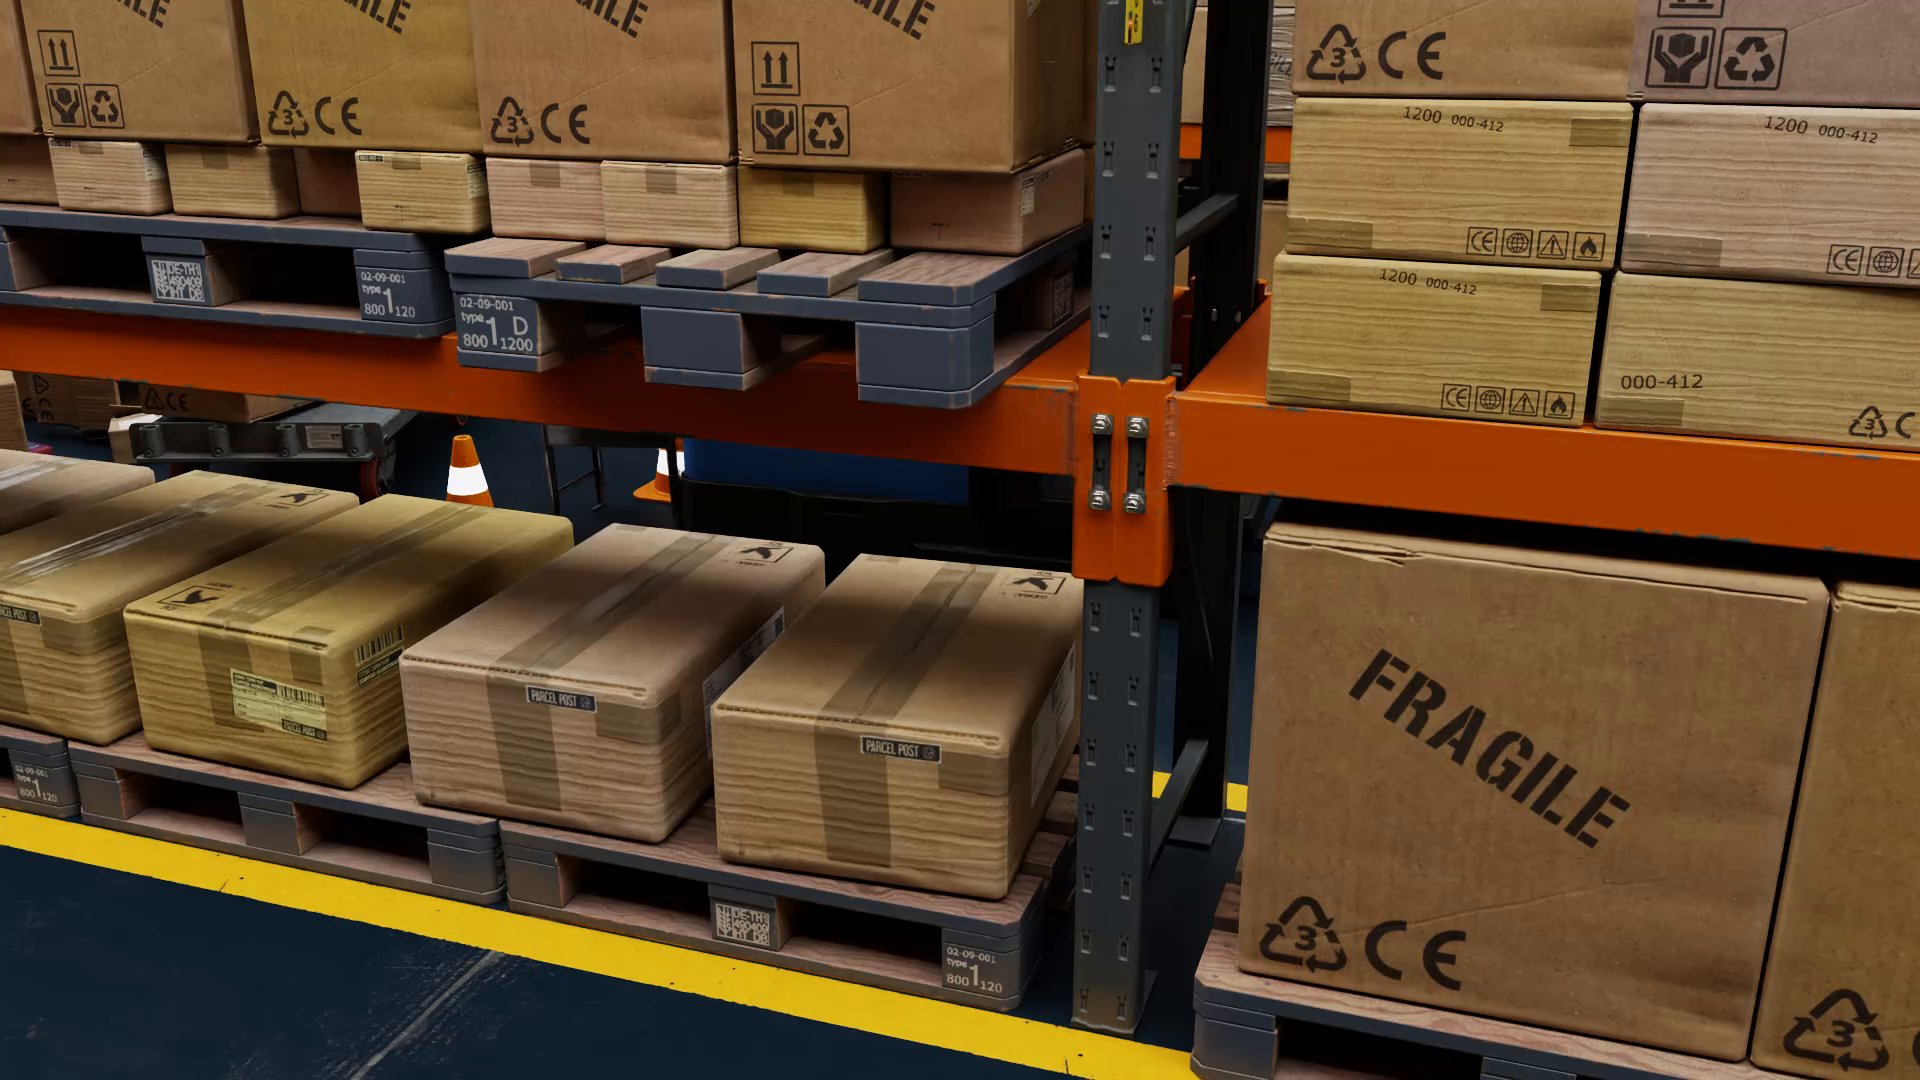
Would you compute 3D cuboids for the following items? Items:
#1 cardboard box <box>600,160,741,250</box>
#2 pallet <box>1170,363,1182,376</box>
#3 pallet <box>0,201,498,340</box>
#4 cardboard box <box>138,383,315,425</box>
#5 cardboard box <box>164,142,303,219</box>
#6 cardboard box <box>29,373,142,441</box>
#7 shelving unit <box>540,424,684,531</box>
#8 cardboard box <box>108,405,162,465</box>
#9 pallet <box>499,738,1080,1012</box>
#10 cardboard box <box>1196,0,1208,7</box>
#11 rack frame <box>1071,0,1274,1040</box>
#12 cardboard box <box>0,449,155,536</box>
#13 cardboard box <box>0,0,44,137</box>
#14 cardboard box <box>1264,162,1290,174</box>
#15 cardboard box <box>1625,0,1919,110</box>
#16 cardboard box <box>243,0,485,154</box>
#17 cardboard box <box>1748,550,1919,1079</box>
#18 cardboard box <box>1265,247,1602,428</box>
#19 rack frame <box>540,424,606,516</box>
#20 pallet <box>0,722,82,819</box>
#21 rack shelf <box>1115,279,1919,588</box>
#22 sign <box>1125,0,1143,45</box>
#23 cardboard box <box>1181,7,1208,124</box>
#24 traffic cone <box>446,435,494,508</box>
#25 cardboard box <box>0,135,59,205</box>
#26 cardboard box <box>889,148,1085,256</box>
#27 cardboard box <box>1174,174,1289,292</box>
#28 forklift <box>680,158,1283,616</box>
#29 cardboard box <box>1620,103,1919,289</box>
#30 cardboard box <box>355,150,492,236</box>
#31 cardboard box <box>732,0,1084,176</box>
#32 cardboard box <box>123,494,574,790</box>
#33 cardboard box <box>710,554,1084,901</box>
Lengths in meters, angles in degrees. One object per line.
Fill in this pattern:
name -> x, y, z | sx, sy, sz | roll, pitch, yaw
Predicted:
cardboard box -> -0.473, -0.659, 3.154 | 0.250, 0.149, 0.380 | 6, 20, 18
pallet -> 1.252, -0.940, 8.451 | 1.213, 0.211, 1.003 | 7, 20, 18
pallet -> -1.440, -0.708, 3.842 | 1.213, 0.211, 1.003 | 7, 20, 18
cardboard box -> -2.779, -0.764, 6.357 | 0.500, 0.500, 0.500 | 7, 20, 18
cardboard box -> -1.433, -0.782, 3.507 | 0.250, 0.149, 0.380 | 6, 20, 16
cardboard box -> -3.737, -0.846, 7.533 | 0.503, 0.637, 0.797 | 7, 20, 18
shelving unit -> -1.244, -1.071, 5.907 | 0.503, 2.100, 0.431 | 2, 18, 14
cardboard box -> -3.400, -0.494, 7.090 | 0.396, 0.266, 0.258 | -7, 20, -20
pallet -> -0.294, 0.634, 3.936 | 1.213, 0.211, 1.003 | 7, 20, 18
cardboard box -> 1.073, -2.773, 7.803 | 0.500, 0.500, 0.700 | 6, 20, 17
rack frame -> 0.443, -0.598, 3.234 | 0.127, 3.000, 1.000 | 7, 20, 18
cardboard box -> -2.839, 0.069, 4.676 | 0.625, 0.372, 0.950 | 7, 20, 19
cardboard box -> -2.050, -1.164, 3.617 | 0.500, 0.500, 0.500 | 6, 20, 18
cardboard box -> 2.528, -2.828, 12.763 | 0.500, 0.500, 0.700 | 5, 20, 14
cardboard box -> 1.301, -0.937, 2.537 | 0.500, 0.500, 0.500 | 7, 20, 18
cardboard box -> -1.046, -1.053, 3.298 | 0.500, 0.500, 0.500 | 5, 20, 14
cardboard box -> 1.910, 0.405, 2.946 | 0.875, 0.875, 0.875 | 7, 20, 19
cardboard box -> 0.823, -0.396, 2.882 | 0.500, 0.250, 0.500 | 6, 20, 17
rack frame -> -1.480, -1.079, 5.968 | 0.015, 2.100, 0.400 | 2, 18, 14
pallet -> -2.599, 0.371, 4.692 | 1.213, 0.211, 1.003 | 7, 20, 18
rack shelf -> 2.333, -0.042, 2.732 | 4.000, 0.370, 1.077 | 7, 20, 18
sign -> 0.274, -0.937, 2.569 | 0.005, 0.325, 0.100 | 7, 20, 18
cardboard box -> 0.988, -2.214, 7.720 | 0.500, 0.500, 0.500 | 7, 20, 18
traffic cone -> -1.704, -0.133, 5.755 | 0.334, 0.463, 0.336 | 7, 20, 18
cardboard box -> -1.929, -0.847, 3.692 | 0.250, 0.149, 0.380 | 7, 20, 18
cardboard box -> 0.057, -0.640, 3.098 | 0.250, 0.149, 0.380 | 7, 21, 20
cardboard box -> 1.427, -1.377, 8.250 | 0.750, 0.750, 1.050 | 6, 20, 17
forklift -> 0.602, -1.328, 5.432 | 3.031, 2.935, 1.130 | 5, 20, 15
cardboard box -> 1.329, -0.575, 2.638 | 0.500, 0.250, 0.500 | 7, 20, 19
cardboard box -> -0.973, -0.714, 3.312 | 0.250, 0.149, 0.380 | 7, 20, 19
cardboard box -> -0.077, -0.946, 2.992 | 0.500, 0.500, 0.500 | 6, 20, 16
cardboard box -> -1.501, 0.220, 4.243 | 0.625, 0.372, 0.950 | 7, 20, 20
cardboard box -> -0.087, 0.381, 3.781 | 0.625, 0.372, 0.950 | 5, 20, 14
